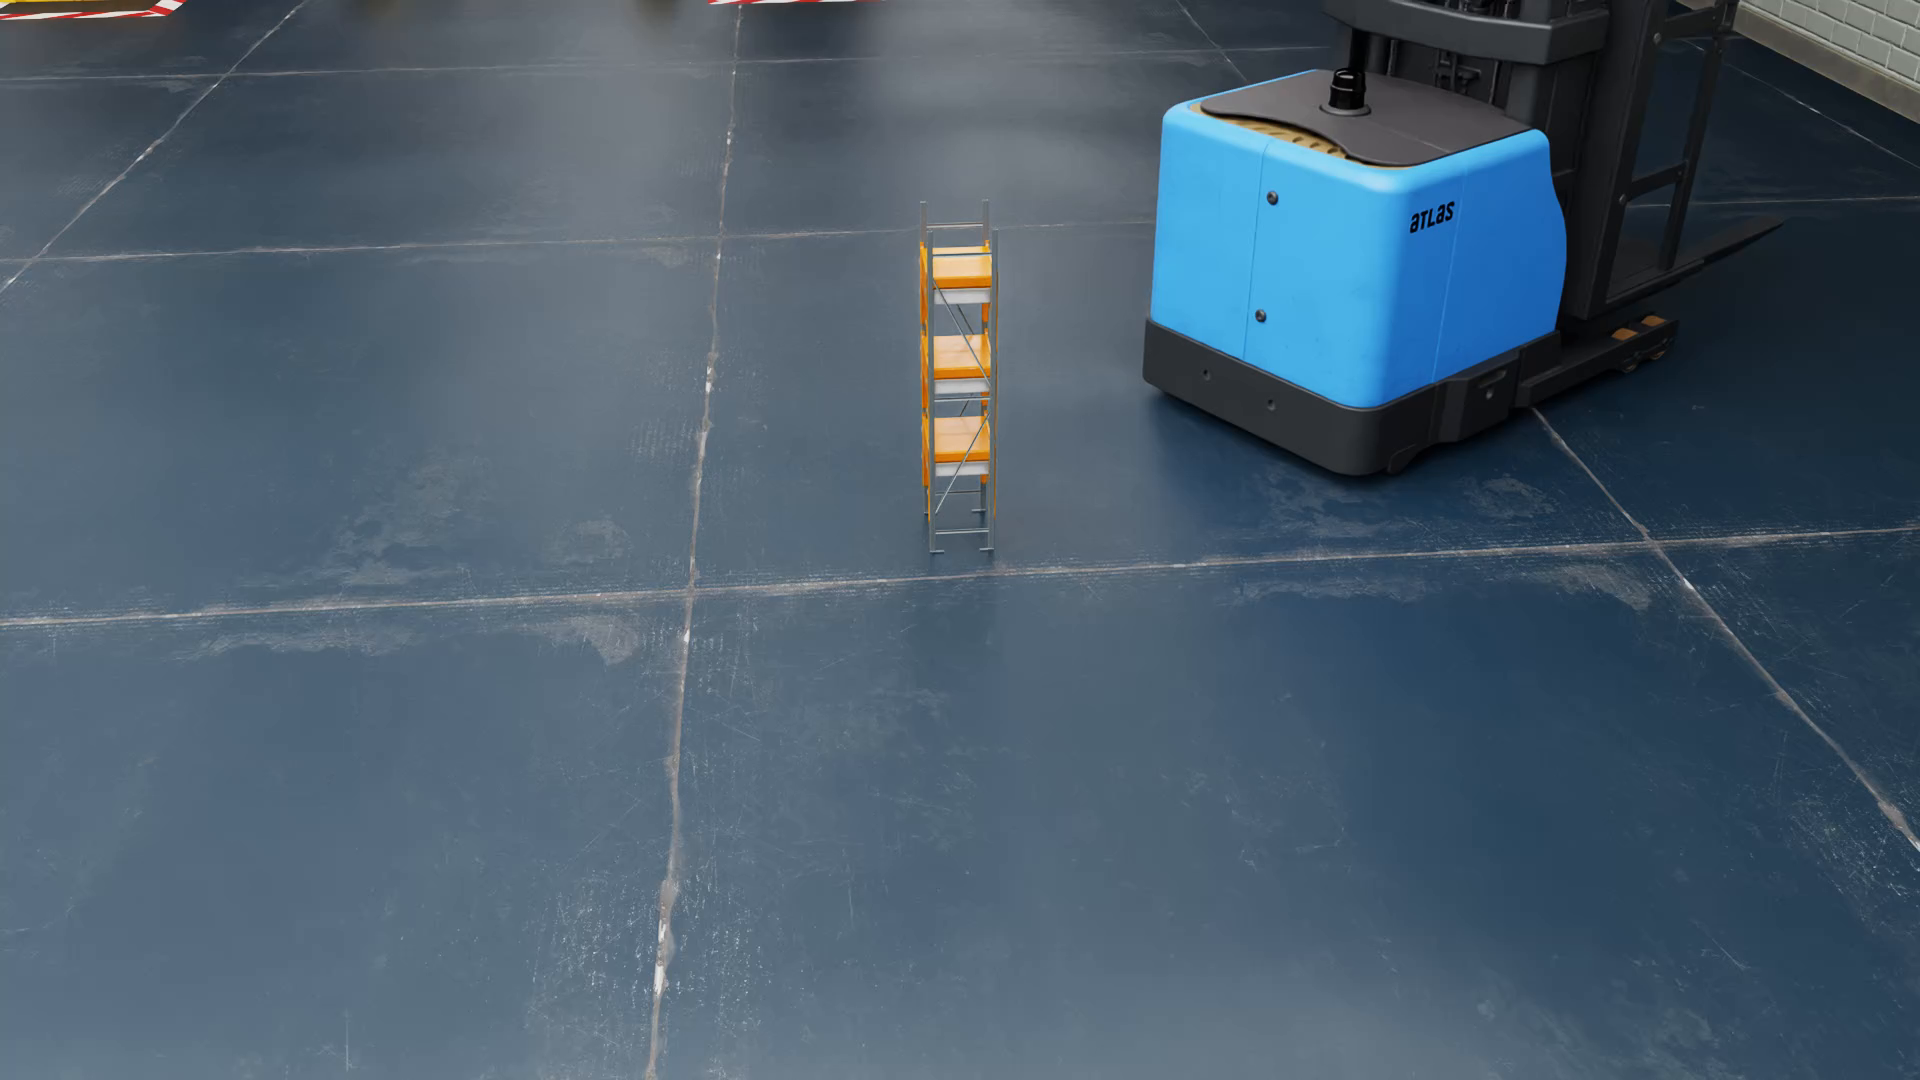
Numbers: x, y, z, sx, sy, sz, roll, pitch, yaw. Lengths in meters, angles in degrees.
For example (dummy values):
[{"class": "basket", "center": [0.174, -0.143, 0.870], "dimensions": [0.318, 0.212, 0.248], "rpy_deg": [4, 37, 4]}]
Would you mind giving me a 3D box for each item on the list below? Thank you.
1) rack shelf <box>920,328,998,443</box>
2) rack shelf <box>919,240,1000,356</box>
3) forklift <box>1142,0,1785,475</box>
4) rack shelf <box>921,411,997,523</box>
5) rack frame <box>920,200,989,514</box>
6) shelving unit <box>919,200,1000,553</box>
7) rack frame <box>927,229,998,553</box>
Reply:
[{"class": "rack shelf", "center": [-0.005, -0.469, 5.032], "dimensions": [0.215, 0.259, 0.240], "rpy_deg": [-3, 31, -5]}, {"class": "rack shelf", "center": [-0.005, -0.713, 4.886], "dimensions": [0.215, 0.259, 0.240], "rpy_deg": [-3, 31, -5]}, {"class": "forklift", "center": [2.136, -2.082, 5.877], "dimensions": [3.031, 2.935, 1.130], "rpy_deg": [-22, 37, -33]}, {"class": "rack shelf", "center": [-0.005, -0.230, 5.174], "dimensions": [0.215, 0.259, 0.240], "rpy_deg": [-3, 31, -5]}, {"class": "rack frame", "center": [-0.016, -0.540, 5.131], "dimensions": [0.200, 1.050, 0.008], "rpy_deg": [-3, 31, -5]}, {"class": "shelving unit", "center": [-0.005, -0.478, 5.027], "dimensions": [0.215, 1.050, 0.252], "rpy_deg": [-3, 31, -5]}, {"class": "rack frame", "center": [0.006, -0.416, 4.922], "dimensions": [0.200, 1.050, 0.008], "rpy_deg": [-3, 31, -5]}]
